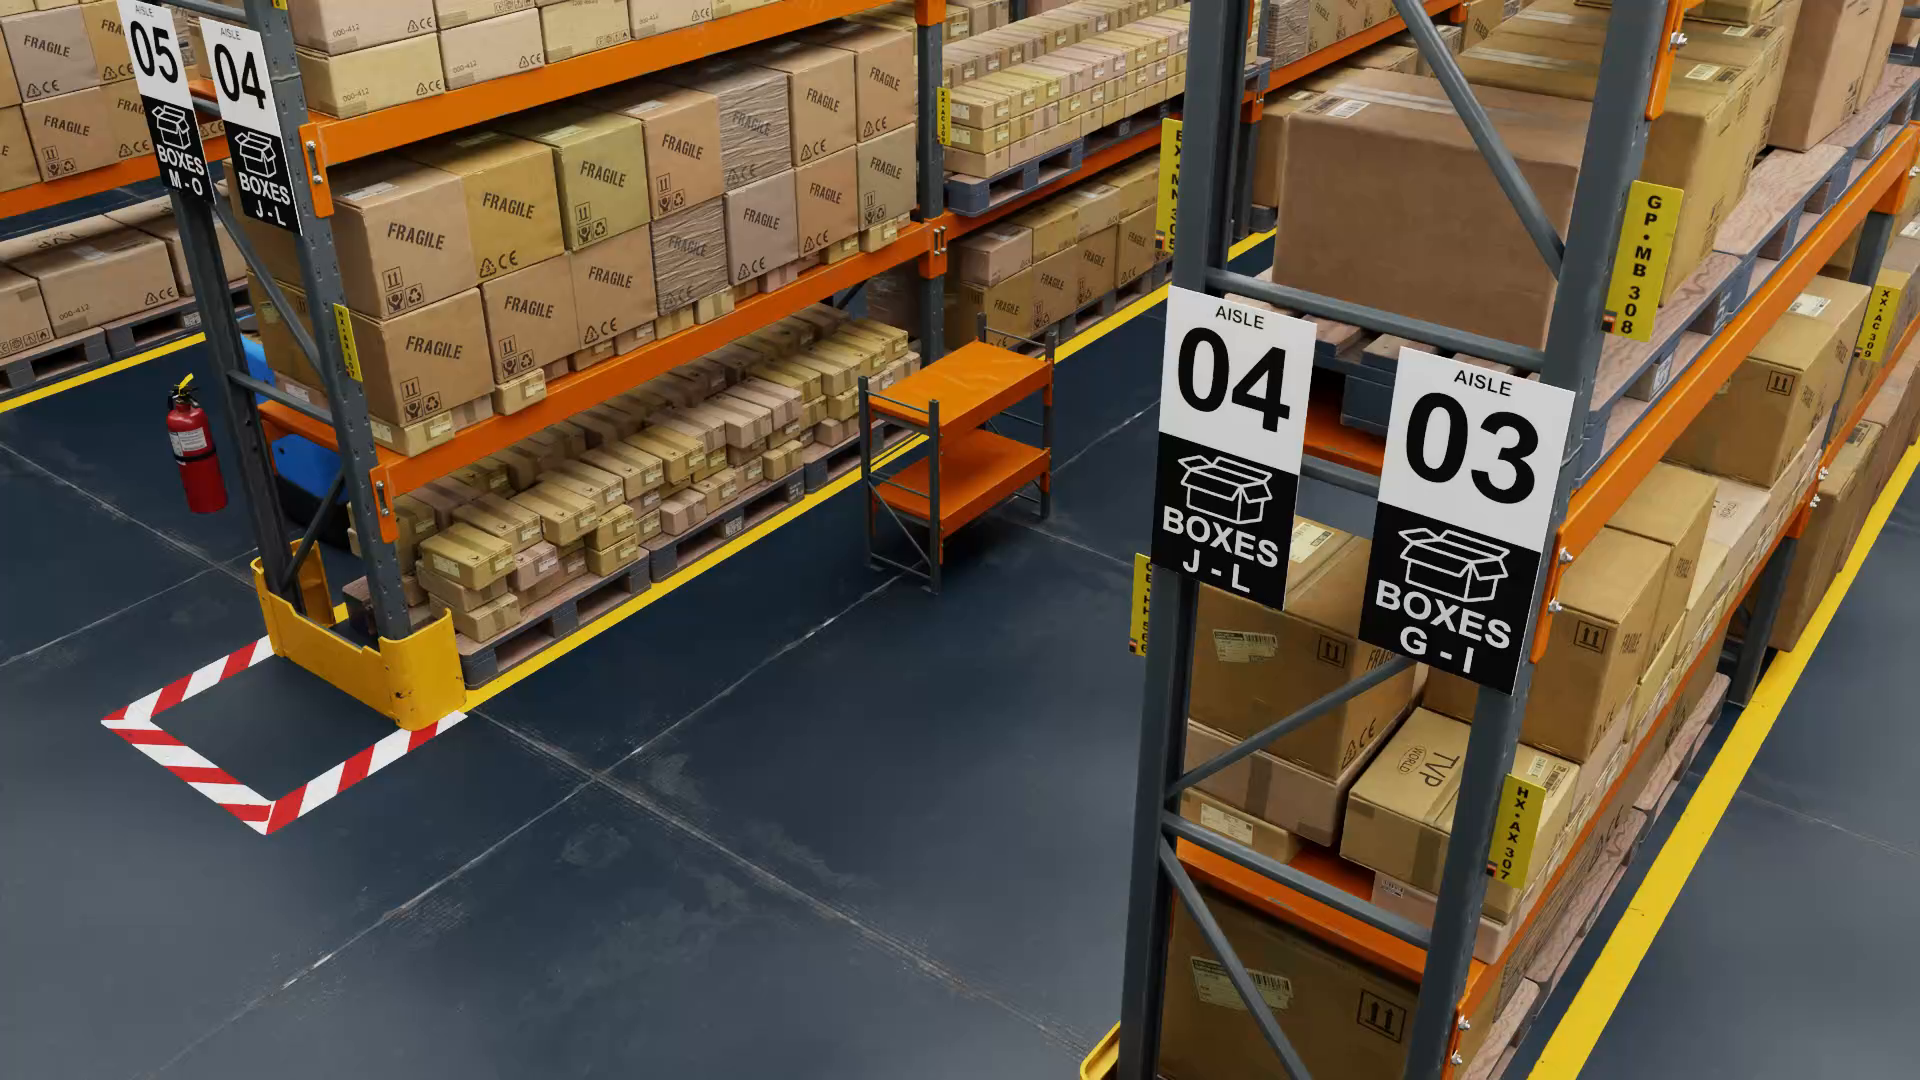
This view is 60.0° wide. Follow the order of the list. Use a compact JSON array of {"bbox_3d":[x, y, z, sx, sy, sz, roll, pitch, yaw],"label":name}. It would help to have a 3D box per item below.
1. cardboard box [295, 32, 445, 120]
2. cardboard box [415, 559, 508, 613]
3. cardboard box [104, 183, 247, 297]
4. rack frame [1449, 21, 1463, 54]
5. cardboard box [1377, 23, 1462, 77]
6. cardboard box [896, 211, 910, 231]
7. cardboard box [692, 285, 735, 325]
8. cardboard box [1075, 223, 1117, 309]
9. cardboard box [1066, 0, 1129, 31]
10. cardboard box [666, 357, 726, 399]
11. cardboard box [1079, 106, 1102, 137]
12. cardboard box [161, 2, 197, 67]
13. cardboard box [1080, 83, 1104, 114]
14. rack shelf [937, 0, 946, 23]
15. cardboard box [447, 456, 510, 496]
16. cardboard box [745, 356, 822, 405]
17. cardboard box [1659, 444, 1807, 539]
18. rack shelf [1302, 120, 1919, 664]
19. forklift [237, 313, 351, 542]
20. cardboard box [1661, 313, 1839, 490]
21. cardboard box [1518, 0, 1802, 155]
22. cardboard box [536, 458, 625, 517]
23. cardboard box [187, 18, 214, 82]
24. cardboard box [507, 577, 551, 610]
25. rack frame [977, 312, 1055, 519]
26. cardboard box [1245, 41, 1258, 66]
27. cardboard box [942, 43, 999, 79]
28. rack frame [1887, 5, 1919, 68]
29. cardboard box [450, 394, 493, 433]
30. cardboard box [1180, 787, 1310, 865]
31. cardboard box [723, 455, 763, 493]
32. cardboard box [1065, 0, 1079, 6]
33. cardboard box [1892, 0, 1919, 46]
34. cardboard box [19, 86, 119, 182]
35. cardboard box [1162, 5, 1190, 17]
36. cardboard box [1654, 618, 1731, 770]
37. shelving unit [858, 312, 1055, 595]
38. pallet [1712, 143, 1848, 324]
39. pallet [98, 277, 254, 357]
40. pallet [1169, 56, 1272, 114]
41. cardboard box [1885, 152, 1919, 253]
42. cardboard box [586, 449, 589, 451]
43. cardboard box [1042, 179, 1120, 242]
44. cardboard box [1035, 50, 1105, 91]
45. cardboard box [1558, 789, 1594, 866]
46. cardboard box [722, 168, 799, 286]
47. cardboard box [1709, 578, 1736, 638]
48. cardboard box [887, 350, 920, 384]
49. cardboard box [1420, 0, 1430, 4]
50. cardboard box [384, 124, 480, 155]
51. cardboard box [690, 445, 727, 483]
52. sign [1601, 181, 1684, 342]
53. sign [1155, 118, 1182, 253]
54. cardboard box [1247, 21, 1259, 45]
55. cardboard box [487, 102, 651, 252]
[{"bbox_3d":[-2.472,-1.934,6.775,0.500,0.250,0.500,23,37,33],"label":"cardboard box"},{"bbox_3d":[-2.426,0.180,8.097,0.380,0.149,0.250,23,38,33],"label":"cardboard box"},{"bbox_3d":[-5.545,-2.204,12.128,0.875,0.438,0.875,20,36,30],"label":"cardboard box"},{"bbox_3d":[4.297,-5.482,15.557,1.000,3.000,0.127,21,37,31],"label":"rack frame"},{"bbox_3d":[3.994,-4.414,15.551,1.050,0.750,0.750,21,37,31],"label":"cardboard box"},{"bbox_3d":[-0.518,-1.934,9.817,0.380,0.149,0.250,21,36,31],"label":"cardboard box"},{"bbox_3d":[-1.405,-1.276,8.707,0.380,0.149,0.250,22,37,32],"label":"cardboard box"},{"bbox_3d":[0.748,-1.986,11.700,0.500,0.500,0.500,22,37,32],"label":"cardboard box"},{"bbox_3d":[0.976,-3.740,11.870,0.380,0.149,0.250,19,36,29],"label":"cardboard box"},{"bbox_3d":[-1.591,-0.961,9.730,0.380,0.149,0.250,22,37,32],"label":"cardboard box"},{"bbox_3d":[0.694,-2.741,10.768,0.380,0.149,0.250,19,36,29],"label":"cardboard box"},{"bbox_3d":[-5.217,-3.495,11.126,0.500,0.500,0.500,22,37,32],"label":"cardboard box"},{"bbox_3d":[0.700,-2.876,10.704,0.380,0.149,0.250,23,38,33],"label":"cardboard box"},{"bbox_3d":[0.675,-4.024,10.861,1.077,0.370,4.000,21,37,31],"label":"rack shelf"},{"bbox_3d":[-2.577,-0.336,8.676,0.380,0.149,0.250,20,36,30],"label":"cardboard box"},{"bbox_3d":[-1.026,-0.914,9.651,0.380,0.149,0.250,22,37,33],"label":"cardboard box"},{"bbox_3d":[2.993,-0.254,6.592,0.500,0.250,0.500,22,37,33],"label":"cardboard box"},{"bbox_3d":[2.153,-0.830,5.472,1.077,0.370,4.000,21,37,31],"label":"rack shelf"},{"bbox_3d":[-2.763,-1.920,9.615,1.130,2.935,3.031,24,38,34],"label":"forklift"},{"bbox_3d":[2.991,-0.577,6.401,0.500,0.500,0.500,22,37,32],"label":"cardboard box"},{"bbox_3d":[2.179,-1.497,5.283,0.700,0.500,0.500,23,38,33],"label":"cardboard box"},{"bbox_3d":[-1.952,-0.261,8.549,0.380,0.149,0.250,19,36,29],"label":"cardboard box"},{"bbox_3d":[-2.884,-2.096,7.050,0.500,0.250,0.500,20,36,30],"label":"cardboard box"},{"bbox_3d":[-2.283,0.196,8.362,0.380,0.149,0.250,21,37,31],"label":"cardboard box"},{"bbox_3d":[0.303,-0.688,9.307,0.500,1.125,0.032,21,37,31],"label":"rack frame"},{"bbox_3d":[1.951,-3.586,12.194,0.380,0.149,0.250,22,37,32],"label":"cardboard box"},{"bbox_3d":[0.031,-3.102,10.793,0.380,0.149,0.250,21,37,31],"label":"cardboard box"},{"bbox_3d":[3.361,-3.243,5.896,1.000,3.000,0.127,21,37,31],"label":"rack frame"},{"bbox_3d":[-2.370,-0.643,7.639,0.380,0.149,0.250,23,37,33],"label":"cardboard box"},{"bbox_3d":[0.899,0.826,5.161,0.380,0.149,0.250,22,37,32],"label":"cardboard box"},{"bbox_3d":[-1.333,-0.414,9.390,0.380,0.149,0.250,22,37,32],"label":"cardboard box"},{"bbox_3d":[1.174,-6.339,19.289,0.500,0.250,0.500,23,38,34],"label":"cardboard box"},{"bbox_3d":[3.703,-2.415,6.931,0.700,0.500,0.500,22,37,32],"label":"cardboard box"},{"bbox_3d":[-5.831,-2.651,10.684,0.500,0.500,0.500,21,37,31],"label":"cardboard box"},{"bbox_3d":[1.640,-3.636,11.694,0.380,0.149,0.250,22,37,33],"label":"cardboard box"},{"bbox_3d":[2.899,0.315,7.449,0.875,0.875,0.875,21,37,31],"label":"cardboard box"},{"bbox_3d":[-0.004,-0.481,8.959,0.538,1.125,1.048,21,37,31],"label":"shelving unit"},{"bbox_3d":[2.122,-1.091,5.294,1.003,0.211,1.213,21,37,31],"label":"pallet"},{"bbox_3d":[-5.797,-1.729,11.961,1.003,0.211,1.213,21,37,31],"label":"pallet"},{"bbox_3d":[1.537,-3.451,12.319,1.213,0.211,1.003,21,37,31],"label":"pallet"},{"bbox_3d":[4.163,-1.674,8.051,0.797,0.503,0.637,22,37,32],"label":"cardboard box"},{"bbox_3d":[-2.072,-0.513,9.266,0.380,0.149,0.250,23,38,34],"label":"cardboard box"},{"bbox_3d":[0.755,-2.300,11.493,0.500,0.250,0.500,23,37,33],"label":"cardboard box"},{"bbox_3d":[0.699,-3.000,10.622,0.380,0.149,0.250,21,36,31],"label":"cardboard box"},{"bbox_3d":[1.732,0.820,5.170,0.380,0.149,0.250,20,36,30],"label":"cardboard box"},{"bbox_3d":[-1.215,-1.705,8.794,0.500,0.500,0.500,21,37,31],"label":"cardboard box"},{"bbox_3d":[2.662,0.193,6.228,0.380,0.149,0.250,20,36,31],"label":"cardboard box"},{"bbox_3d":[-0.469,-1.086,10.233,0.380,0.149,0.250,22,37,32],"label":"cardboard box"},{"bbox_3d":[3.890,-5.025,14.688,0.500,0.500,0.500,21,36,31],"label":"cardboard box"},{"bbox_3d":[-2.563,-1.674,7.761,0.500,0.500,0.500,20,36,30],"label":"cardboard box"},{"bbox_3d":[-1.511,-0.478,9.208,0.380,0.149,0.250,23,38,33],"label":"cardboard box"},{"bbox_3d":[1.385,-0.564,3.382,0.100,0.325,0.005,21,37,31],"label":"sign"},{"bbox_3d":[0.522,-0.846,4.003,0.100,0.325,0.005,21,37,31],"label":"sign"},{"bbox_3d":[1.947,-3.715,12.120,0.380,0.149,0.250,22,37,32],"label":"cardboard box"},{"bbox_3d":[-1.833,-1.717,7.835,0.500,0.500,0.500,20,36,30],"label":"cardboard box"}]
